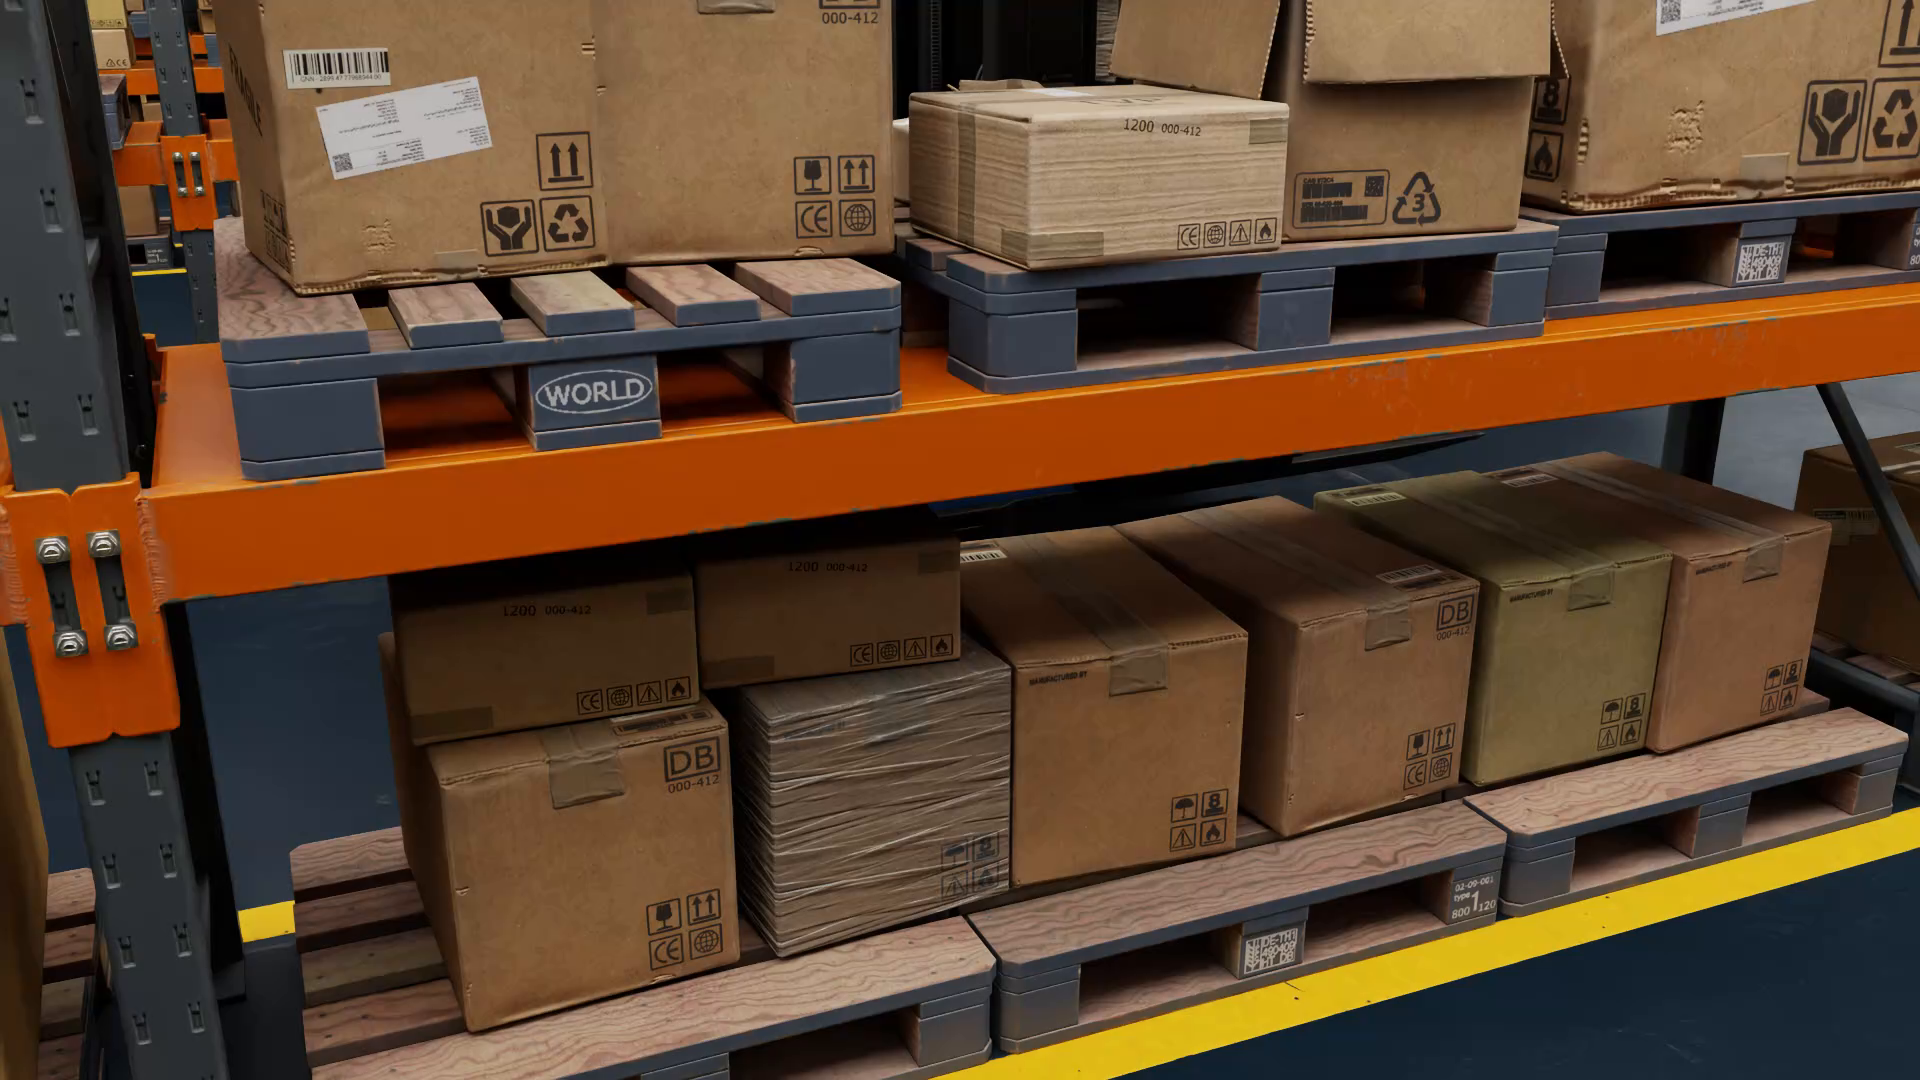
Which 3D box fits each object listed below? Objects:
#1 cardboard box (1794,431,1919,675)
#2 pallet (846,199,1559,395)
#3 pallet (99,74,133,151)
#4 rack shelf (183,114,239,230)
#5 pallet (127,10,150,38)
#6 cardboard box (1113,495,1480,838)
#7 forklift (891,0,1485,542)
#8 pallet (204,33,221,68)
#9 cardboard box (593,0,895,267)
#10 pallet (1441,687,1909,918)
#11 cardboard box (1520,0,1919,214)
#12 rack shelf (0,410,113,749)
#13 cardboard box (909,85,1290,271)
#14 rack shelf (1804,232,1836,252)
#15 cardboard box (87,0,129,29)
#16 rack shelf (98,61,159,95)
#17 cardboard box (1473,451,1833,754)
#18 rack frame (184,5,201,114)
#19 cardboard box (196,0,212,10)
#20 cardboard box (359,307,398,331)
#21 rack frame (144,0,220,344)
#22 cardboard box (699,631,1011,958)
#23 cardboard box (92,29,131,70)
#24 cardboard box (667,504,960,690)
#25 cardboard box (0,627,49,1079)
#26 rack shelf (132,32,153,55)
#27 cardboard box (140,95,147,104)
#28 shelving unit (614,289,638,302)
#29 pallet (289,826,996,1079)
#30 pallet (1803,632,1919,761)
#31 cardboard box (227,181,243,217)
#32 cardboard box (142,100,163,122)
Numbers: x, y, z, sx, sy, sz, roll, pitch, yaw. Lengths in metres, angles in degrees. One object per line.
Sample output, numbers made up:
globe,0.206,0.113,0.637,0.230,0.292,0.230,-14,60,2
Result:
cardboard box,2.660,0.026,4.564,0.500,0.500,0.500,-9,21,-24
pallet,0.406,-0.571,3.416,1.213,0.211,1.003,-8,21,-22
pallet,-3.879,-1.698,6.616,1.003,0.211,1.213,-8,21,-22
rack shelf,-1.431,-1.838,7.809,4.000,0.370,1.077,-8,21,-22
pallet,-7.885,-4.723,15.208,1.003,0.211,1.213,-8,21,-22
cardboard box,0.746,0.262,3.864,0.500,0.500,0.700,-10,22,-27
forklift,0.562,-1.473,5.792,3.031,2.935,1.130,-9,21,-24
pallet,-4.709,-3.446,11.582,1.003,0.211,1.213,-8,21,-22
cardboard box,-0.443,-0.821,3.054,0.500,0.500,0.700,-5,20,-14
pallet,1.563,0.503,4.275,1.213,0.211,1.003,-8,21,-22
cardboard box,1.492,-1.334,3.759,1.000,1.000,1.000,-8,21,-22
rack shelf,-3.232,0.214,1.981,4.000,0.370,1.077,-8,21,-22
cardboard box,0.235,-0.666,2.991,0.500,0.250,0.500,-9,21,-23
rack shelf,4.114,-0.839,4.970,4.000,0.370,1.077,-8,21,-22
cardboard box,-5.665,-3.435,10.733,0.500,0.250,0.500,-8,21,-22
rack shelf,-7.157,-2.808,10.564,4.000,0.370,1.077,-8,21,-22
cardboard box,1.705,0.131,4.235,0.500,0.500,0.700,-10,22,-26
rack frame,-7.290,-4.924,15.490,0.127,3.000,1.000,-8,21,-22
cardboard box,-4.816,-3.785,11.024,0.500,0.500,0.500,-9,21,-23
cardboard box,-2.673,-1.104,7.396,0.750,0.750,1.050,-8,21,-23
rack frame,-3.267,-1.914,6.943,0.127,3.000,1.000,-8,21,-22
cardboard box,-0.284,0.412,3.437,0.500,0.500,0.700,-10,22,-26
cardboard box,-5.682,-3.194,10.803,0.500,0.250,0.500,-9,21,-24
cardboard box,-0.309,0.059,3.310,0.500,0.250,0.500,-6,20,-16
cardboard box,-2.037,0.500,2.653,0.875,0.875,1.225,-9,21,-24
rack shelf,-9.127,-4.321,14.862,4.000,0.370,1.077,-8,21,-22
cardboard box,-7.644,-4.107,15.323,0.250,0.149,0.380,-9,21,-25
shelving unit,-1.044,-0.400,5.348,0.503,1.200,0.258,-9,21,-24
pallet,-0.677,0.824,3.363,1.213,0.211,1.003,-8,21,-22
pallet,2.880,0.301,4.848,1.213,0.211,1.003,-8,21,-22
cardboard box,-4.798,-2.441,11.761,0.625,0.372,0.950,-10,22,-26
cardboard box,-7.594,-3.822,15.491,0.500,0.500,0.500,-8,21,-20
